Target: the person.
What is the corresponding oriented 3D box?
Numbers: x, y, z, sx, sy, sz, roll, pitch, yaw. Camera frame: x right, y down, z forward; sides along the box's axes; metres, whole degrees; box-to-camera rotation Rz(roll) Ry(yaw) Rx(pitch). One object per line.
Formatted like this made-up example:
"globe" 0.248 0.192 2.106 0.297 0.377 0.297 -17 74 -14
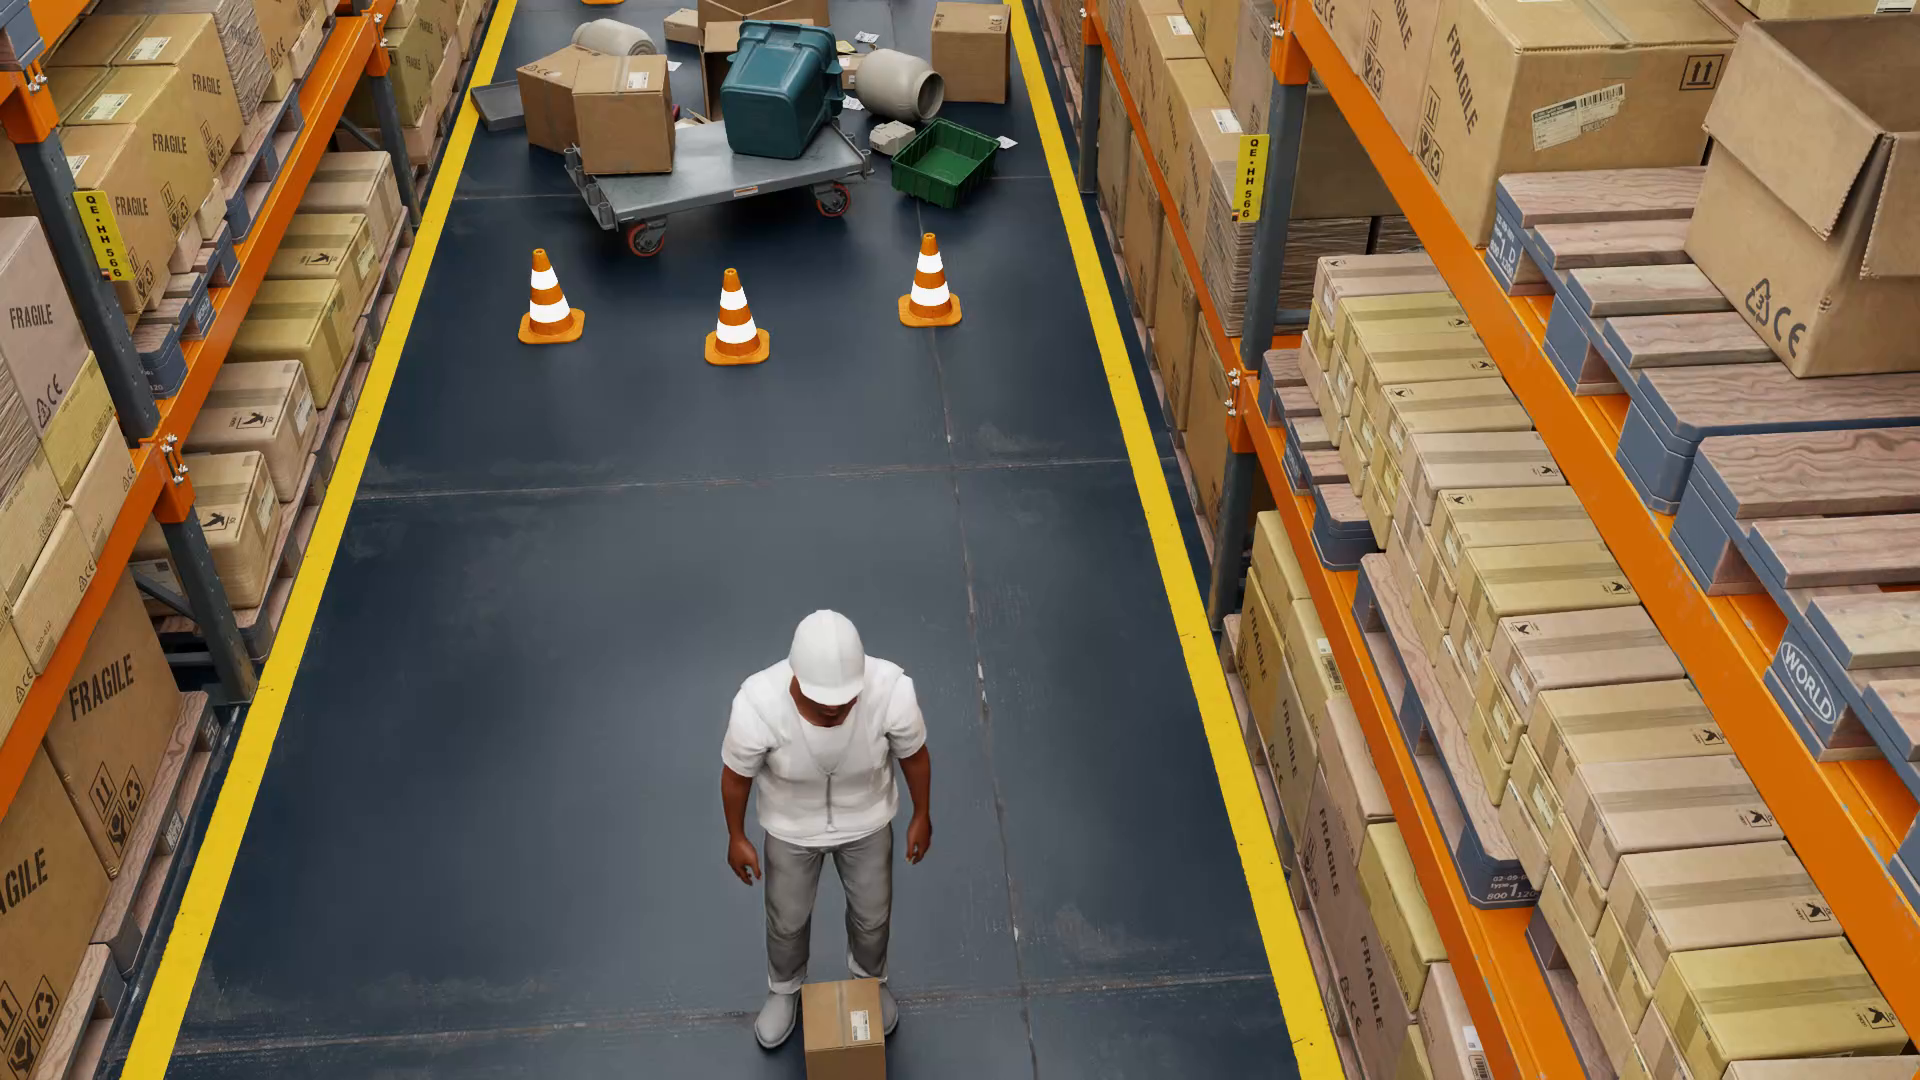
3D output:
"person" -0.395 0.872 5.060 0.634 1.760 0.459 -5 39 -7
